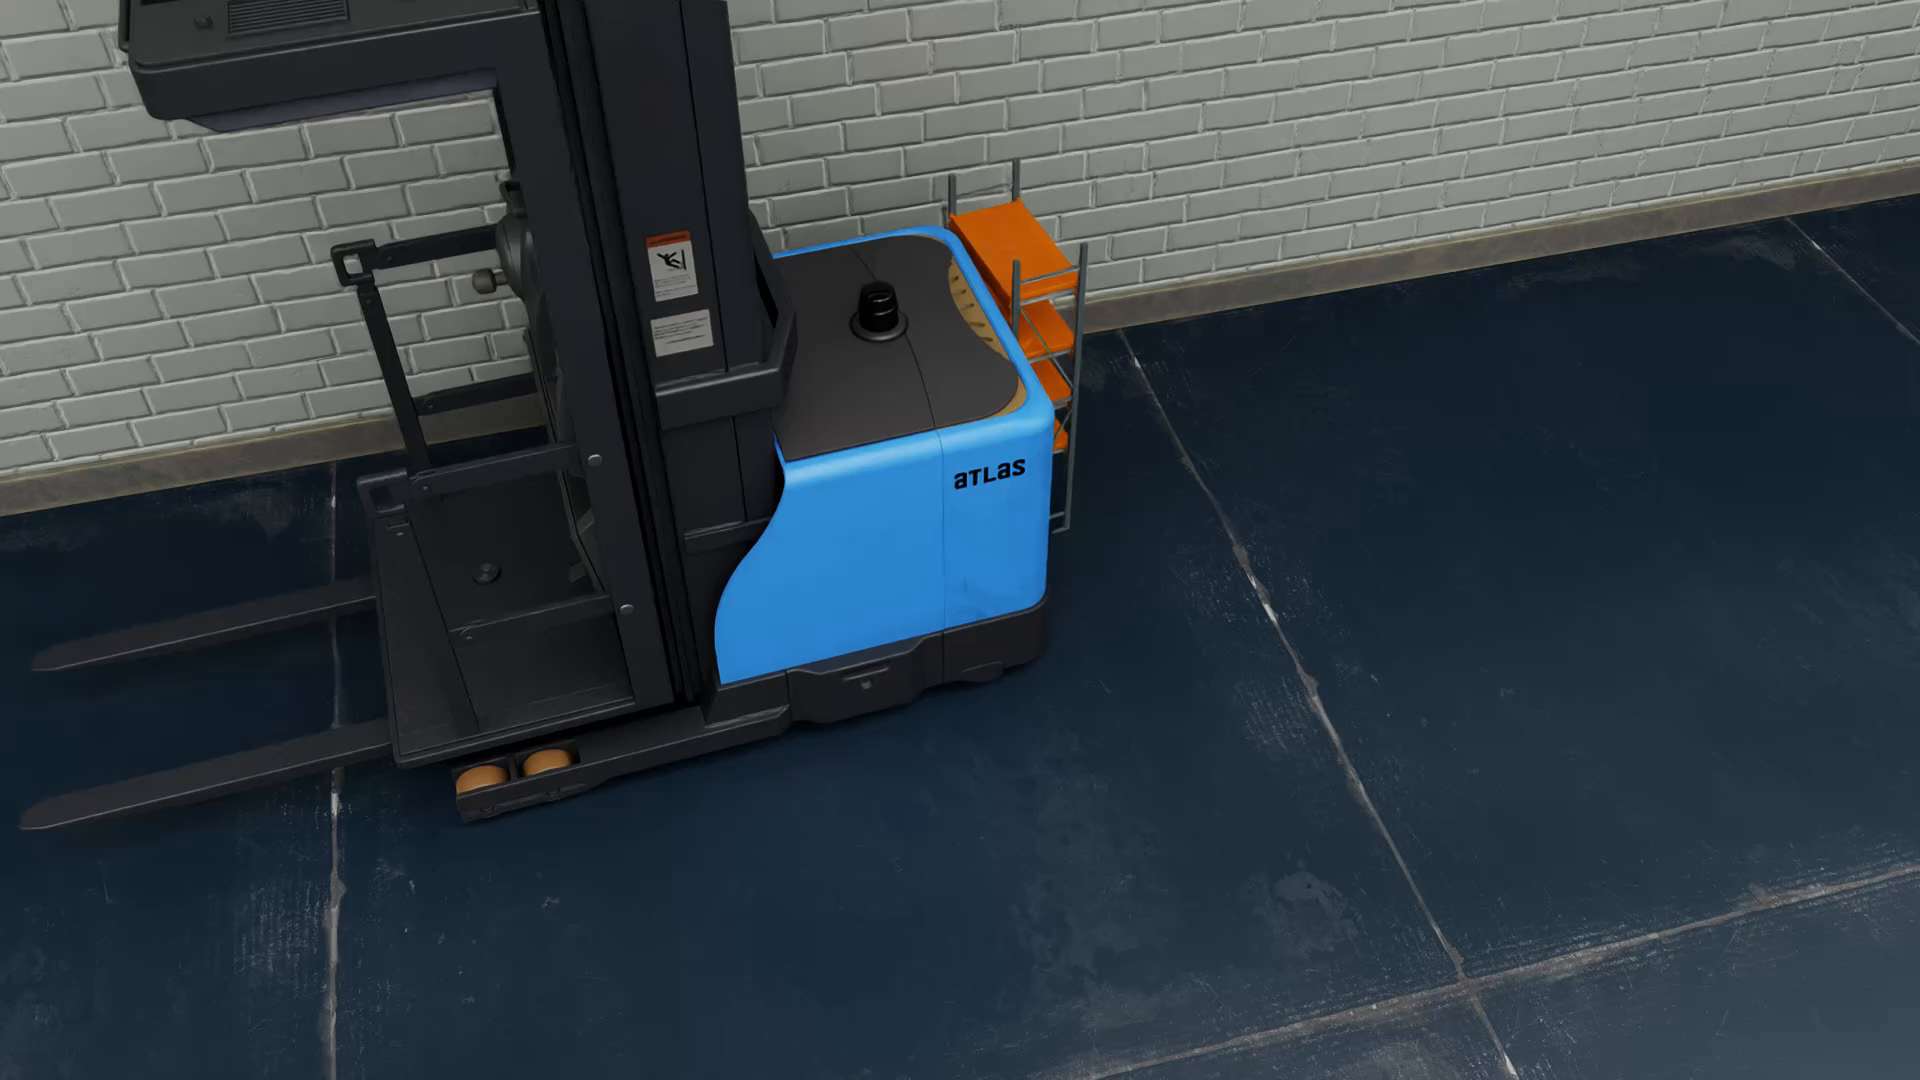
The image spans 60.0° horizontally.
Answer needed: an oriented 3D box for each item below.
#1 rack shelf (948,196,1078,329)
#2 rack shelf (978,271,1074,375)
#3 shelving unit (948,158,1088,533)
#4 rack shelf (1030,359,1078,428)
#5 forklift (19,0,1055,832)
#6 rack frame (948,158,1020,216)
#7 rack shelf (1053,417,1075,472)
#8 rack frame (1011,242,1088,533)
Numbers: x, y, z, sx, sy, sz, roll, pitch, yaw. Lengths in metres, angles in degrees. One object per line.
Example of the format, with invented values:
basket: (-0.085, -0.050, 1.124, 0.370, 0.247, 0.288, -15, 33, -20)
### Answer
rack shelf: (0.172, -0.864, 5.206, 0.258, 0.148, 0.480, -17, 48, -16)
rack shelf: (0.172, -0.698, 5.375, 0.258, 0.148, 0.480, -17, 48, -16)
shelving unit: (0.172, -0.589, 5.487, 0.258, 1.200, 0.503, -17, 48, -16)
rack shelf: (0.172, -0.542, 5.535, 0.258, 0.148, 0.480, -17, 48, -16)
forklift: (-1.295, -0.626, 4.311, 3.031, 2.935, 1.130, -13, 47, -13)
rack frame: (0.077, -0.749, 5.644, 0.240, 1.200, 0.015, -17, 48, -16)
rack shelf: (0.172, -0.403, 5.677, 0.258, 0.148, 0.480, -17, 48, -16)
rack frame: (0.267, -0.428, 5.329, 0.240, 1.200, 0.015, -17, 48, -16)
